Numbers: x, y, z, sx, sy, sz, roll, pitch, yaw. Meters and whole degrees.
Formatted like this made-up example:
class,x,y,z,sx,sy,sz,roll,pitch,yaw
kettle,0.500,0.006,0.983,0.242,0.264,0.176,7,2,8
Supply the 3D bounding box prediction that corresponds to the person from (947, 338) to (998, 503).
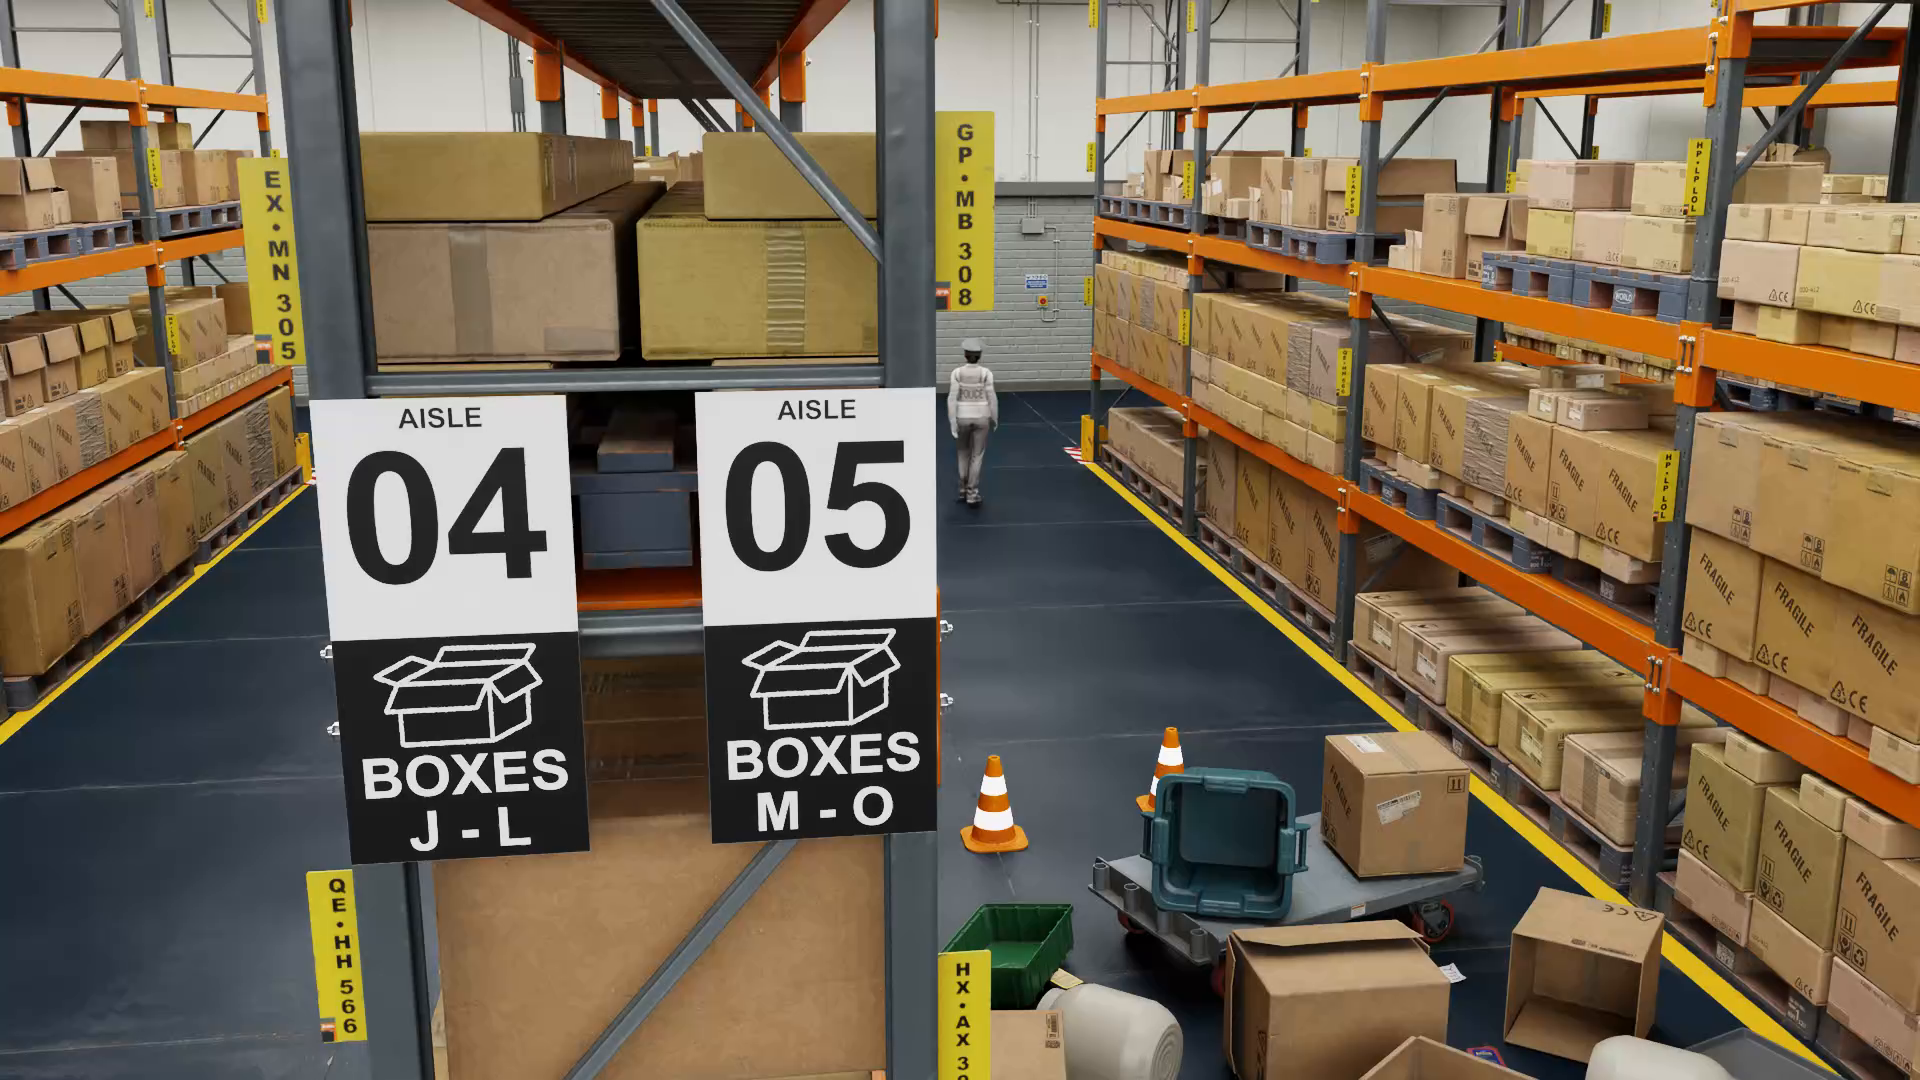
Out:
class,x,y,z,sx,sy,sz,roll,pitch,yaw
person,0.138,-1.194,17.059,0.501,1.754,0.588,2,13,9
